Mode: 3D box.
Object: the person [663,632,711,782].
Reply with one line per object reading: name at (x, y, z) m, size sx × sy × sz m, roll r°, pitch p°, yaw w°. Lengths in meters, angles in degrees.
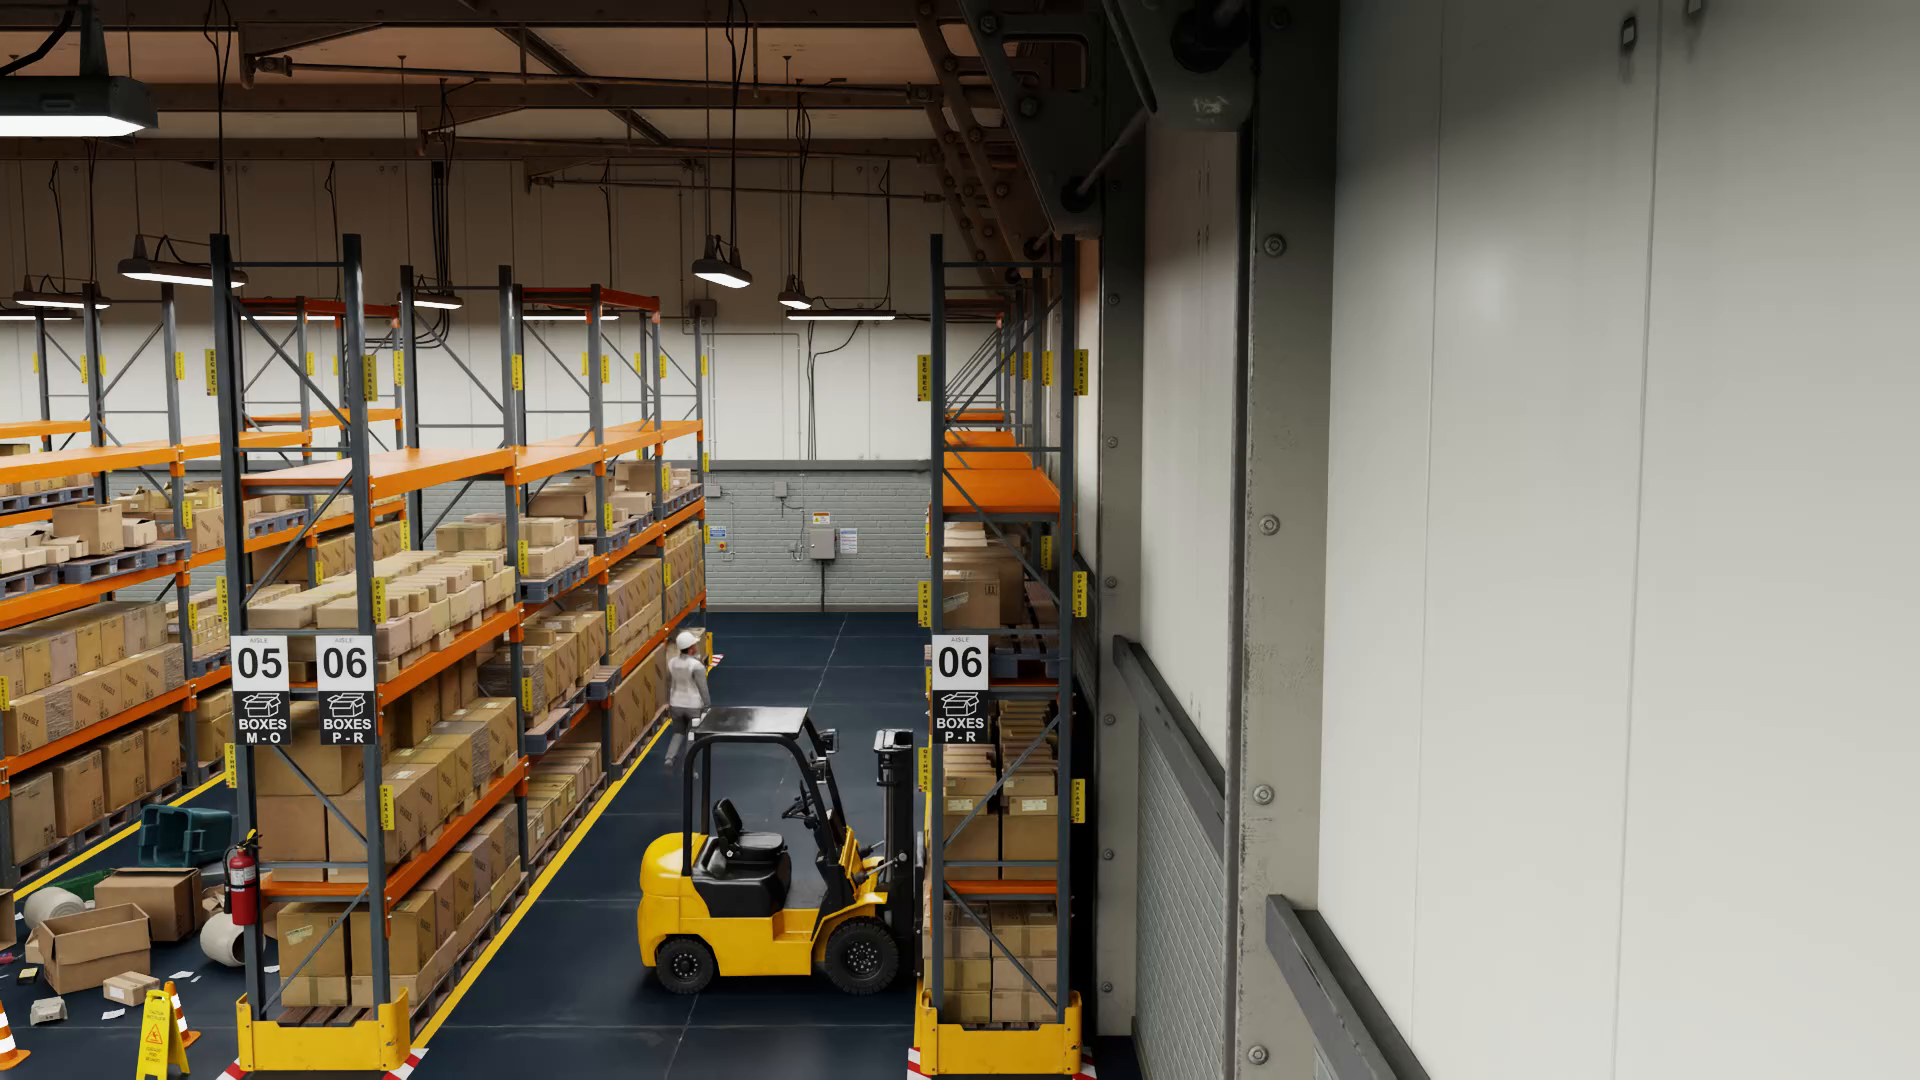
person at (-3.159, 1.934, 19.215) m, size 0.561 × 1.762 × 0.506 m, roll 2°, pitch 7°, yaw 14°
